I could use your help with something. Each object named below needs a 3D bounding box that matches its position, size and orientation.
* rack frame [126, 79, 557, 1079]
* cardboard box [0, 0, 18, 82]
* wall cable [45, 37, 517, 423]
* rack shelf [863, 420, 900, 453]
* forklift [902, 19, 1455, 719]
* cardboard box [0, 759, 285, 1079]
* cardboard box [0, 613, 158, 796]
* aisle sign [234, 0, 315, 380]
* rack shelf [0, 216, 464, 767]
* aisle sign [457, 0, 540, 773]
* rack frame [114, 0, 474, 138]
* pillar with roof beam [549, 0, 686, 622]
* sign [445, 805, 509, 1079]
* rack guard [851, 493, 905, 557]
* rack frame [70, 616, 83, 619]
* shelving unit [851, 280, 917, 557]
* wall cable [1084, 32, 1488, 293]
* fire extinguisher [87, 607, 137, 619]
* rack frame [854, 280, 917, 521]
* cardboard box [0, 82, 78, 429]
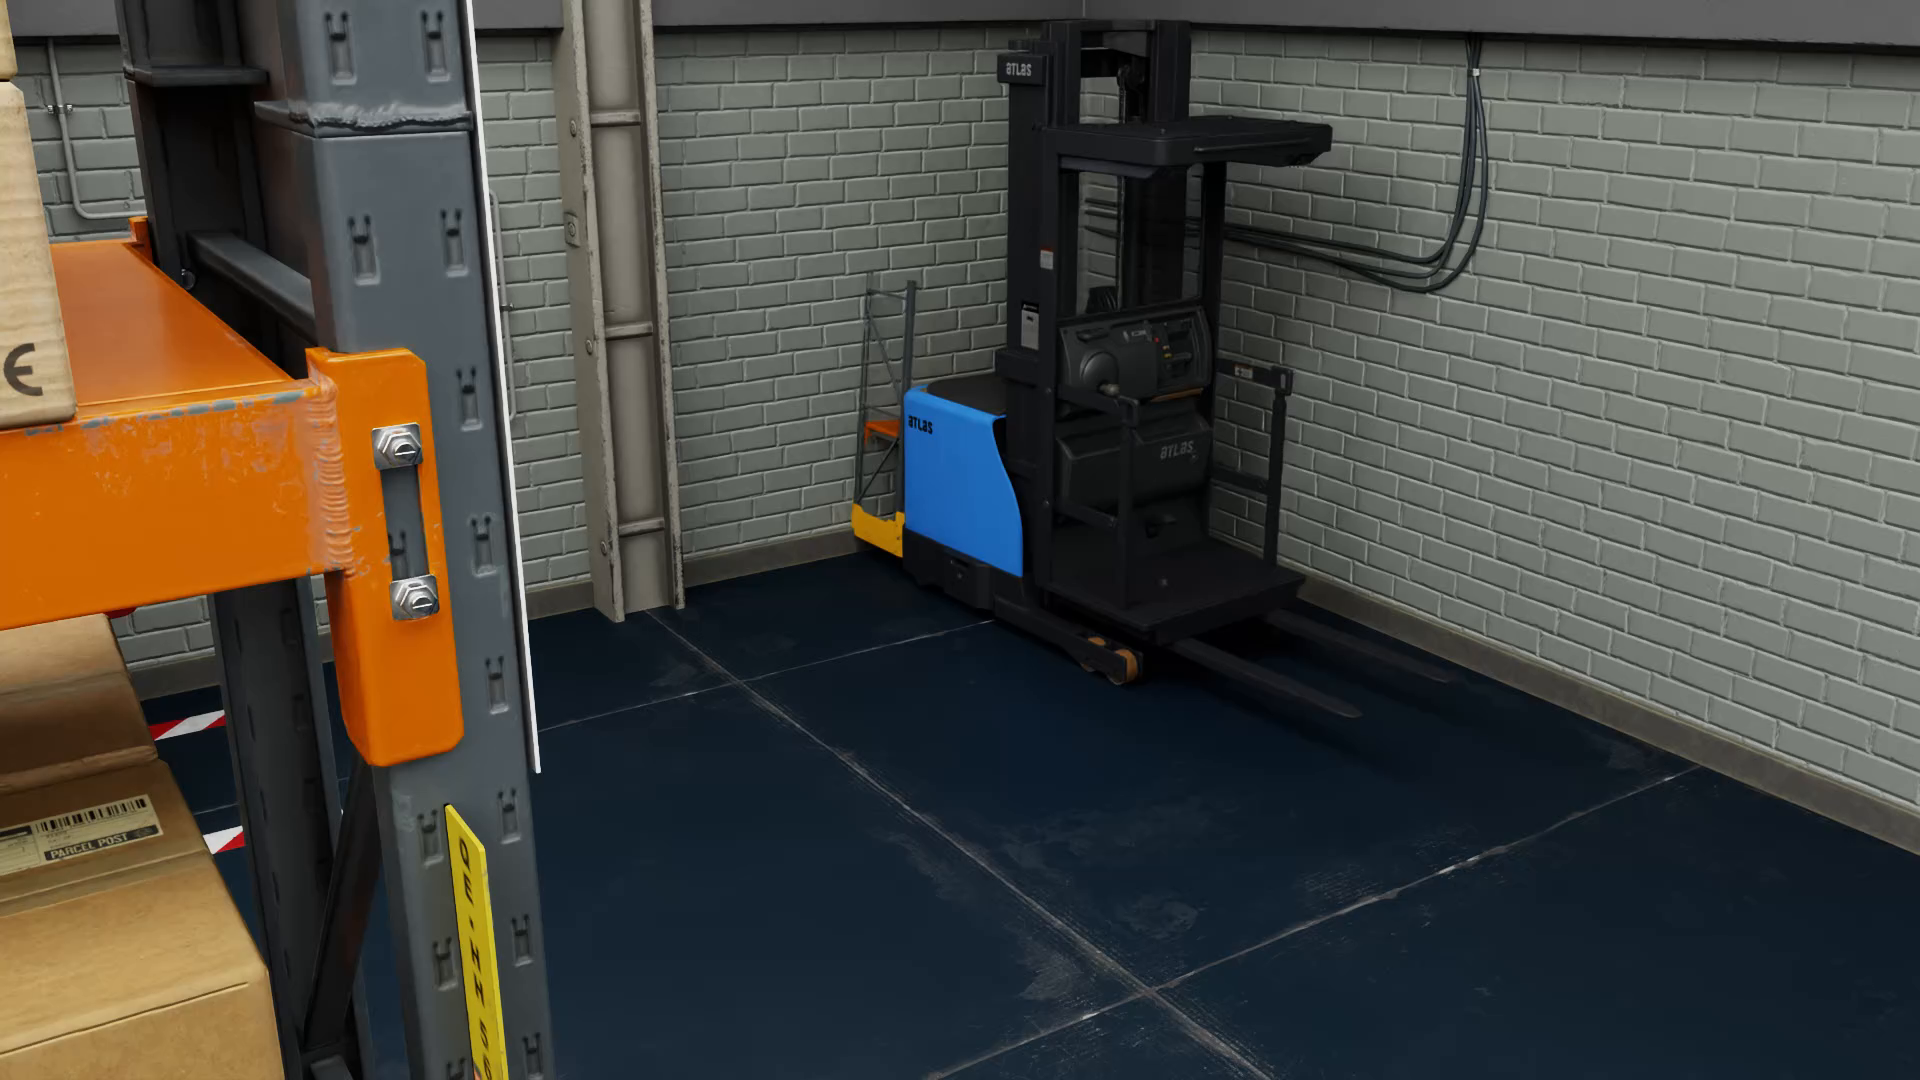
[{"bbox_3d":[-0.734,0.957,2.231,0.127,3.000,1.000,-12,22,-31],"label":"rack frame"},{"bbox_3d":[-1.022,-0.471,1.225,0.500,0.250,0.500,-12,22,-31],"label":"cardboard box"},{"bbox_3d":[-2.912,-1.327,7.401,1.851,1.984,0.084,-12,22,-31],"label":"wall cable"},{"bbox_3d":[-0.016,-0.575,9.468,1.000,0.185,0.538,-6,18,-34],"label":"rack shelf"},{"bbox_3d":[0.979,-0.891,7.804,1.130,2.935,3.031,-14,23,-35],"label":"forklift"},{"bbox_3d":[-0.954,0.588,1.605,0.500,0.500,0.500,-12,22,-32],"label":"cardboard box"},{"bbox_3d":[-1.249,0.444,2.032,0.500,0.500,0.500,-11,22,-30],"label":"cardboard box"},{"bbox_3d":[-0.838,-0.365,2.082,0.004,0.787,0.394,-12,22,-31],"label":"aisle sign"},{"bbox_3d":[-2.404,0.229,0.823,4.000,0.370,1.077,-12,22,-31],"label":"rack shelf"},{"bbox_3d":[-0.508,-0.205,1.607,0.004,0.787,0.394,-12,22,-31],"label":"aisle sign"},{"bbox_3d":[-0.734,-1.885,1.270,0.127,3.000,1.000,-12,22,-31],"label":"rack frame"},{"bbox_3d":[0.686,-2.765,3.872,0.400,9.000,9.100,-12,22,-31],"label":"pillar with roof beam"},{"bbox_3d":[-0.445,0.411,1.545,0.005,0.325,0.100,-12,22,-31],"label":"sign"},{"bbox_3d":[-0.449,-0.100,9.313,0.087,0.250,0.587,-6,18,-34],"label":"rack guard"},{"bbox_3d":[-3.461,-0.367,6.148,0.127,3.000,1.000,-12,22,-31],"label":"rack frame"},{"bbox_3d":[0.003,-0.750,9.427,1.083,1.500,0.587,-6,18,-34],"label":"shelving unit"},{"bbox_3d":[1.459,-2.639,8.348,0.112,2.526,3.097,-12,22,-31],"label":"wall cable"},{"bbox_3d":[-3.081,-0.057,5.933,0.183,0.674,0.296,-12,22,-31],"label":"fire extinguisher"},{"bbox_3d":[-0.426,-0.701,9.142,0.032,1.500,0.500,-6,18,-34],"label":"rack frame"},{"bbox_3d":[-1.018,-0.232,1.298,0.500,0.250,0.500,-12,22,-31],"label":"cardboard box"}]
